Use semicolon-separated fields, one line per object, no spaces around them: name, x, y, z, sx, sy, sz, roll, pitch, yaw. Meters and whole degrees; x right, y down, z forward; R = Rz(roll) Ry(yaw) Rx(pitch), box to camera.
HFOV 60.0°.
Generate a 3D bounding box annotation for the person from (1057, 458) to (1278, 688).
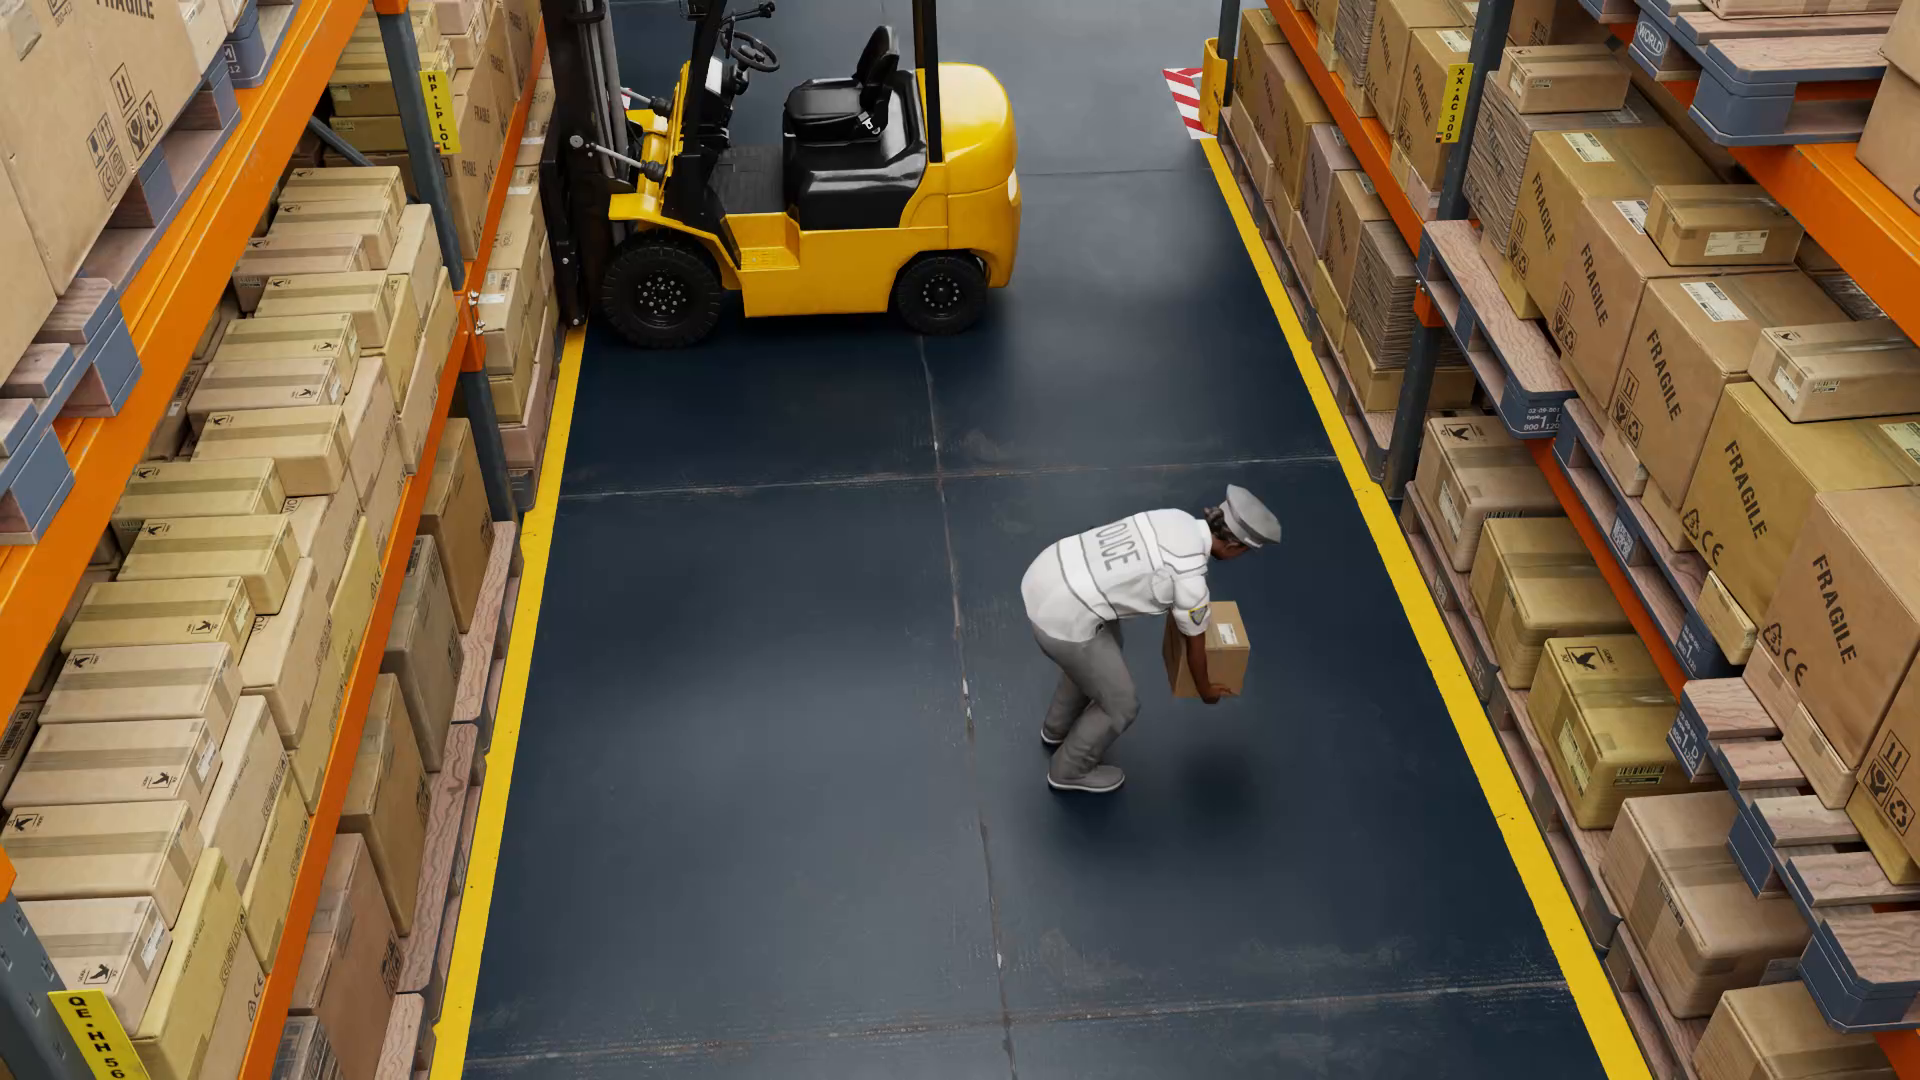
person;0.719;0.121;5.878;0.755;0.860;0.380;-4;40;-5
